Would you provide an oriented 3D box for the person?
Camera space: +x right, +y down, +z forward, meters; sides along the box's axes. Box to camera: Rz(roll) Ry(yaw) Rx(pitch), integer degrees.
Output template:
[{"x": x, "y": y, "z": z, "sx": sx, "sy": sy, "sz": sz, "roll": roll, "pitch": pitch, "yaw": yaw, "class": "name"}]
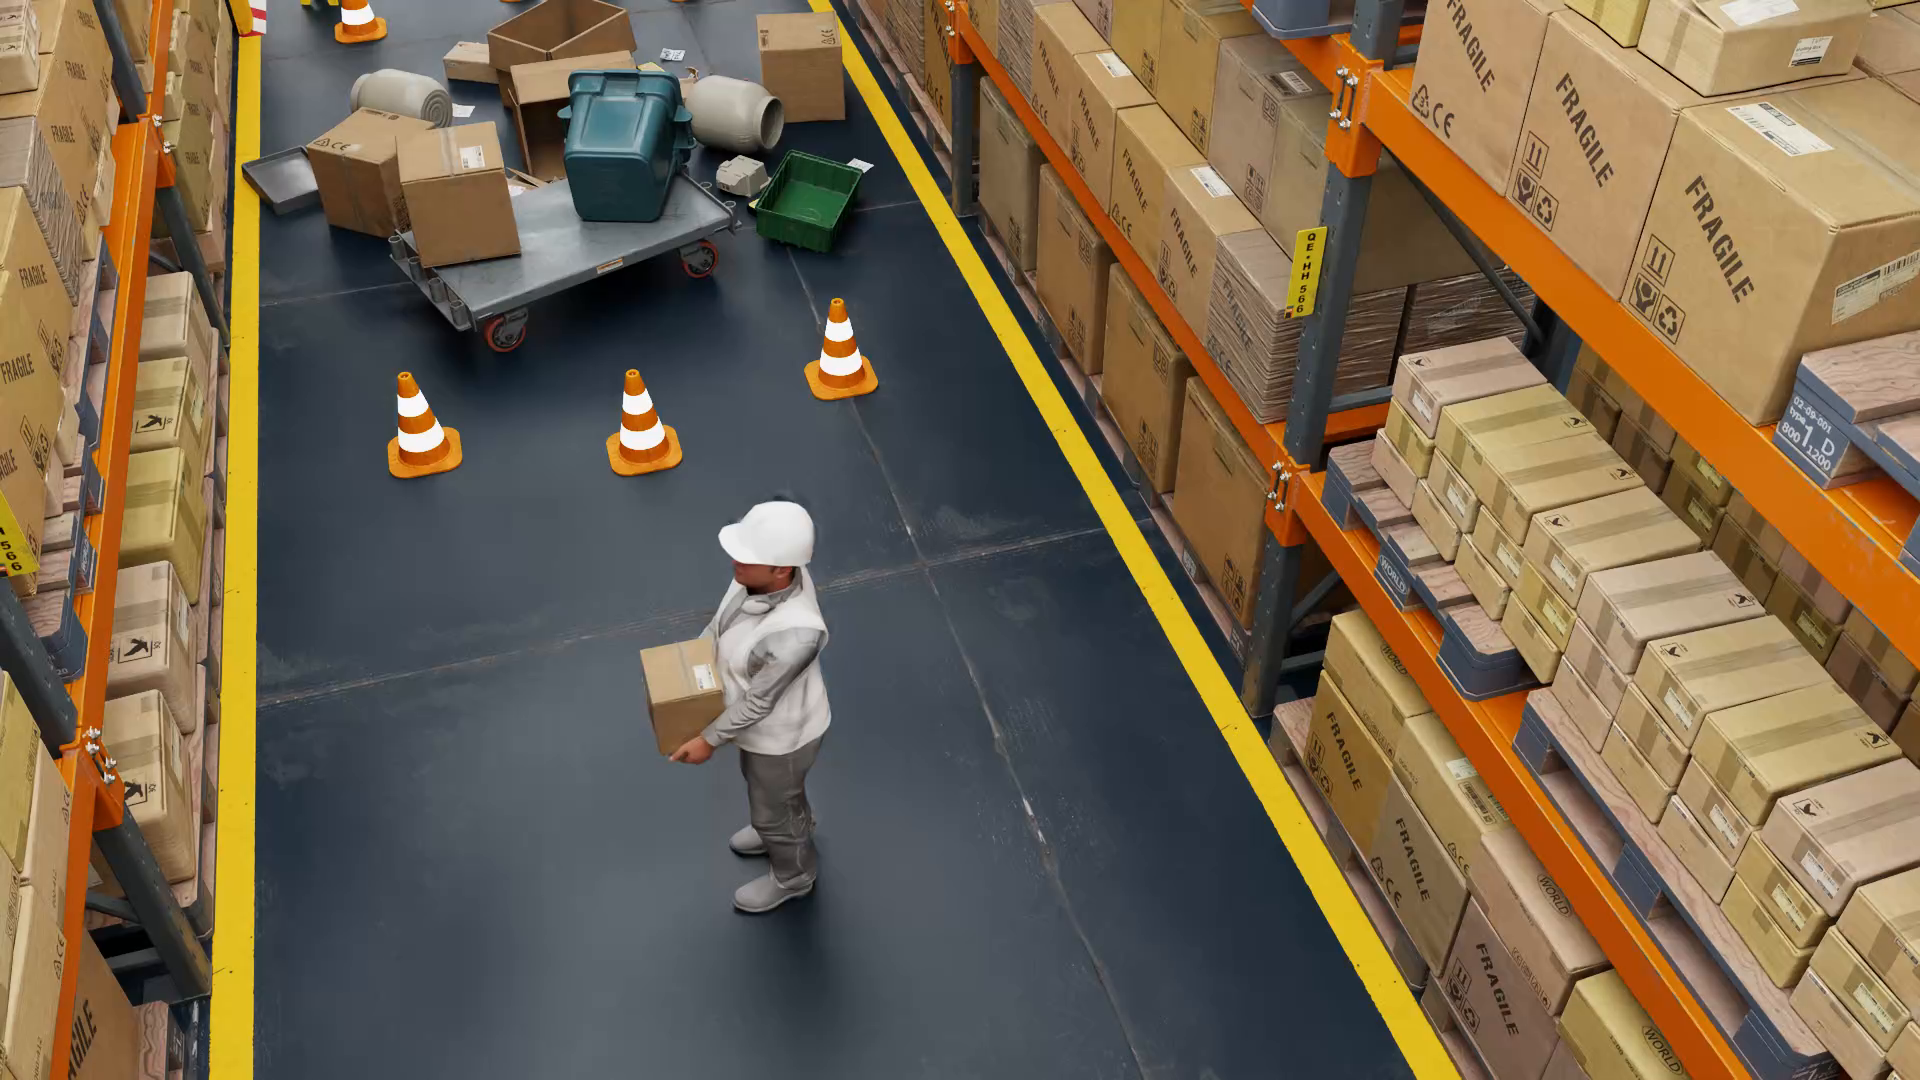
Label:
[{"x": -0.705, "y": 0.592, "z": 5.485, "sx": 0.551, "sy": 1.769, "sz": 0.500, "roll": -13, "pitch": 43, "yaw": -14, "class": "person"}]
